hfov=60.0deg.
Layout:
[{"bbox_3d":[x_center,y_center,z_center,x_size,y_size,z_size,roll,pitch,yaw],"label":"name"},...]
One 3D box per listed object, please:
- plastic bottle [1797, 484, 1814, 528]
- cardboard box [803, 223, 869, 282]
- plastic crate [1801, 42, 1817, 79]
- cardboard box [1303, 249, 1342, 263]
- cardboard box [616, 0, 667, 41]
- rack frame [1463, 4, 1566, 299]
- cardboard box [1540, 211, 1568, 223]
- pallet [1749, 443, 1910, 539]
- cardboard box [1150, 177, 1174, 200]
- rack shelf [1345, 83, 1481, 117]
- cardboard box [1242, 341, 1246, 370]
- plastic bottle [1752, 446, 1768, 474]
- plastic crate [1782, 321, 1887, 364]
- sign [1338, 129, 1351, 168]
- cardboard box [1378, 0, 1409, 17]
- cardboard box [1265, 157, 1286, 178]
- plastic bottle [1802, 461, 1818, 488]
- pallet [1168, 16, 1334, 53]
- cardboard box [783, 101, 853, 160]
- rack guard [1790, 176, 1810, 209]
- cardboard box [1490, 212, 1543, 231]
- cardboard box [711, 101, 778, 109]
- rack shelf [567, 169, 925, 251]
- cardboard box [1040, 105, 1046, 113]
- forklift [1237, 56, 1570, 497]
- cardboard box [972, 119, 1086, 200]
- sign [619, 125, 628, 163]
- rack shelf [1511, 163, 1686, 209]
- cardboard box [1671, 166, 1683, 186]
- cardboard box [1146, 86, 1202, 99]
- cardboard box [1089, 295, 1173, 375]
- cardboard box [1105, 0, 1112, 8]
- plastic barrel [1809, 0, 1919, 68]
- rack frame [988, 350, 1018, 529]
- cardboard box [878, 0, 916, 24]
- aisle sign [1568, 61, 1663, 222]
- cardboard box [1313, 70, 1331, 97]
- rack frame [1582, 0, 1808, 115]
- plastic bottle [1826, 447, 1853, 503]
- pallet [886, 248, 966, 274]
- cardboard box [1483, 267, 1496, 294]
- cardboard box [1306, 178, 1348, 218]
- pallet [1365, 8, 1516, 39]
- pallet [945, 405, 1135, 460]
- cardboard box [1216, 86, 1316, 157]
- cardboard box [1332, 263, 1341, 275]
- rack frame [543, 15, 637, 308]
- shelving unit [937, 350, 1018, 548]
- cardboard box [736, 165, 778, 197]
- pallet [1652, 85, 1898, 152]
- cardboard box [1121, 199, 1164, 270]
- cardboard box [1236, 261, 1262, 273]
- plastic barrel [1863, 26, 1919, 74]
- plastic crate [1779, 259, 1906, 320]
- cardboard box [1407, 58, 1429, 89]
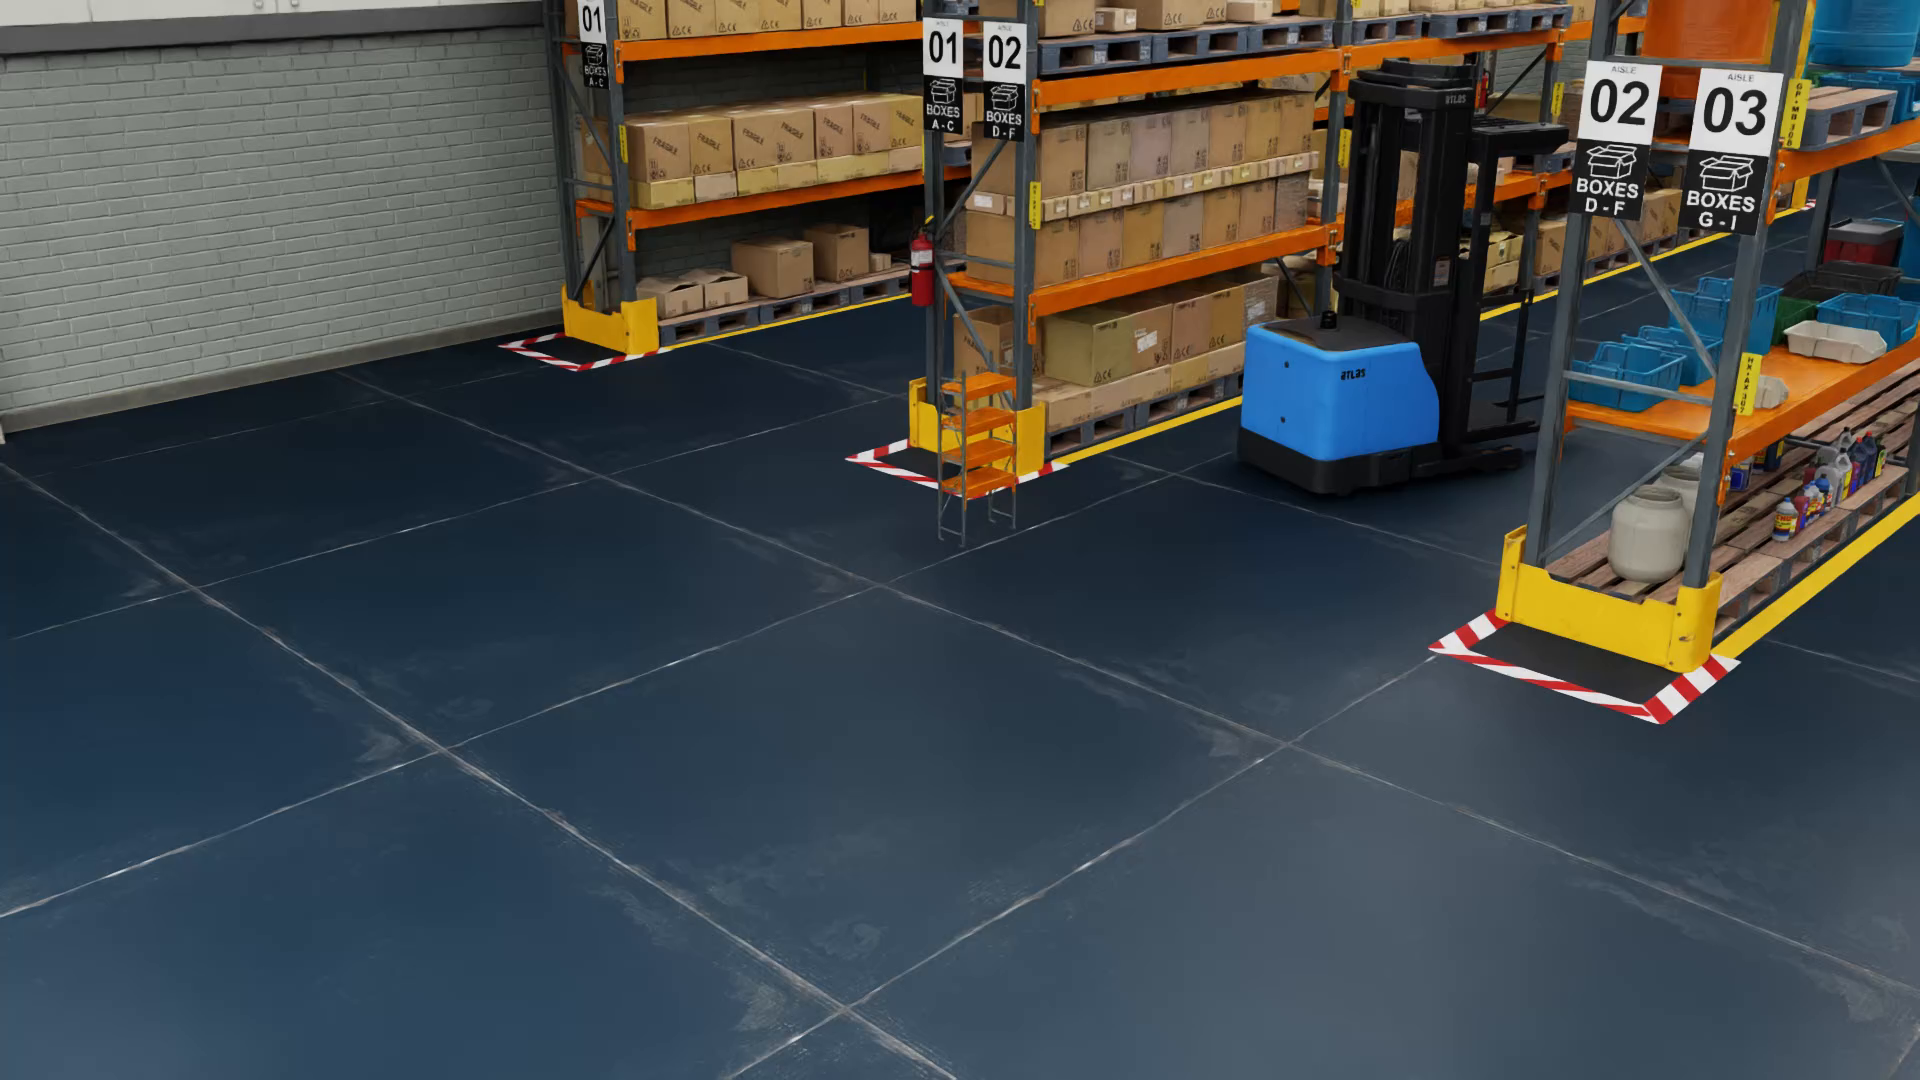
[{"bbox_3d":[5.408,-0.223,10.663,0.097,0.271,0.097,0,21,0],"label":"plastic bottle"},{"bbox_3d":[-1.322,-3.084,17.789,0.500,0.500,0.500,17,27,37],"label":"cardboard box"},{"bbox_3d":[4.796,-2.773,9.950,0.392,0.384,0.575,19,28,41],"label":"plastic crate"},{"bbox_3d":[3.710,-2.697,16.376,0.500,0.311,0.500,19,28,40],"label":"cardboard box"},{"bbox_3d":[-3.005,-4.774,14.966,0.500,0.500,0.500,-19,28,-41],"label":"cardboard box"},{"bbox_3d":[5.715,-4.112,17.592,1.000,3.000,0.127,19,28,41],"label":"rack frame"},{"bbox_3d":[6.599,-3.332,18.434,0.500,0.500,0.500,18,27,39],"label":"cardboard box"},{"bbox_3d":[5.973,-0.379,11.767,1.003,0.211,1.213,19,28,41],"label":"pallet"},{"bbox_3d":[1.460,-2.784,13.092,0.380,0.149,0.250,19,28,40],"label":"cardboard box"},{"bbox_3d":[6.349,-6.557,24.957,1.077,0.370,4.000,19,28,41],"label":"rack shelf"},{"bbox_3d":[2.402,-1.696,14.554,0.500,0.250,0.500,19,28,41],"label":"cardboard box"},{"bbox_3d":[5.596,-0.604,11.654,0.097,0.271,0.097,0,21,0],"label":"plastic bottle"},{"bbox_3d":[5.520,-1.239,10.485,0.530,0.136,0.437,19,28,41],"label":"plastic crate"},{"bbox_3d":[3.324,-3.386,14.387,0.100,0.325,0.005,19,28,41],"label":"sign"},{"bbox_3d":[3.743,-4.908,15.105,0.500,0.250,0.500,16,26,36],"label":"cardboard box"},{"bbox_3d":[2.534,-3.179,14.120,0.380,0.149,0.250,18,28,39],"label":"cardboard box"},{"bbox_3d":[5.677,-0.396,11.097,0.061,0.283,0.133,19,28,41],"label":"plastic bottle"},{"bbox_3d":[2.349,-4.217,13.807,1.003,0.211,1.213,19,28,41],"label":"pallet"},{"bbox_3d":[-1.438,-4.157,16.844,0.500,0.500,0.500,18,28,39],"label":"cardboard box"},{"bbox_3d":[11.243,-4.982,23.340,1.175,0.500,0.348,19,28,41],"label":"rack guard"},{"bbox_3d":[6.200,-3.450,18.740,0.500,0.500,0.500,-19,28,-40],"label":"cardboard box"},{"bbox_3d":[-2.174,-4.149,16.823,0.500,0.500,0.500,-20,29,-41],"label":"cardboard box"},{"bbox_3d":[-2.022,-3.473,16.931,1.077,0.370,4.000,19,28,41],"label":"rack shelf"},{"bbox_3d":[0.585,-5.016,19.191,0.500,0.500,0.700,-16,26,-35],"label":"cardboard box"},{"bbox_3d":[3.635,-2.028,12.265,3.031,2.935,1.130,-10,23,-25],"label":"forklift"},{"bbox_3d":[0.506,-2.838,12.330,0.700,0.500,0.500,19,28,41],"label":"cardboard box"},{"bbox_3d":[-3.028,-3.563,14.956,0.100,0.325,0.005,19,28,41],"label":"sign"},{"bbox_3d":[7.111,-4.290,19.059,1.077,0.370,4.000,19,28,41],"label":"rack shelf"},{"bbox_3d":[9.813,-4.665,21.896,0.797,0.503,0.637,19,28,41],"label":"cardboard box"},{"bbox_3d":[2.686,-5.607,20.898,0.500,0.500,0.500,-19,28,-40],"label":"cardboard box"},{"bbox_3d":[1.355,-1.661,13.417,0.500,0.500,0.500,19,28,41],"label":"cardboard box"},{"bbox_3d":[1.137,-4.180,12.933,0.500,0.311,0.500,-16,26,-36],"label":"cardboard box"},{"bbox_3d":[5.700,-3.444,10.390,0.600,0.901,0.708,19,28,41],"label":"plastic barrel"},{"bbox_3d":[0.286,-0.665,11.133,0.240,1.200,0.015,19,28,41],"label":"rack frame"},{"bbox_3d":[-0.804,-5.586,17.080,0.500,0.500,0.500,-19,28,-41],"label":"cardboard box"},{"bbox_3d":[3.418,-2.084,8.693,0.394,0.787,0.004,19,28,41],"label":"aisle sign"},{"bbox_3d":[4.813,-6.392,22.942,0.500,0.500,0.500,19,28,40],"label":"cardboard box"},{"bbox_3d":[3.681,-3.615,7.937,1.000,3.000,0.127,19,28,41],"label":"rack frame"},{"bbox_3d":[5.869,-0.442,11.122,0.144,0.351,0.185,19,28,40],"label":"plastic bottle"},{"bbox_3d":[-0.085,-3.222,19.162,1.003,0.211,1.213,19,28,41],"label":"pallet"},{"bbox_3d":[5.166,-2.695,17.152,0.500,0.250,0.500,19,28,40],"label":"cardboard box"},{"bbox_3d":[3.237,-3.151,15.301,0.500,0.250,0.500,-18,27,-39],"label":"cardboard box"},{"bbox_3d":[4.528,-4.939,15.826,1.213,0.211,1.003,-19,28,-40],"label":"pallet"},{"bbox_3d":[0.638,-0.961,13.281,1.003,0.211,1.213,19,28,41],"label":"pallet"},{"bbox_3d":[2.620,-3.620,14.365,0.700,0.500,0.500,19,28,41],"label":"cardboard box"},{"bbox_3d":[3.745,-2.429,15.680,0.500,0.311,0.500,19,28,40],"label":"cardboard box"},{"bbox_3d":[-3.417,-3.294,15.465,1.000,3.000,0.127,19,28,41],"label":"rack frame"},{"bbox_3d":[0.115,-0.603,10.970,0.258,1.200,0.503,19,28,41],"label":"shelving unit"},{"bbox_3d":[-2.138,-3.546,16.301,0.500,0.250,0.500,19,28,40],"label":"cardboard box"},{"bbox_3d":[4.328,-2.315,8.999,1.003,0.211,1.213,19,28,41],"label":"pallet"},{"bbox_3d":[1.183,-2.481,13.210,0.700,0.500,0.500,19,28,41],"label":"cardboard box"},{"bbox_3d":[2.377,-2.306,15.094,0.500,0.500,0.500,19,28,41],"label":"cardboard box"},{"bbox_3d":[6.671,-3.662,11.542,0.600,0.901,0.708,19,28,41],"label":"plastic barrel"},{"bbox_3d":[6.015,-1.711,11.433,0.767,0.338,0.504,19,28,41],"label":"plastic crate"},{"bbox_3d":[6.358,-7.030,24.766,0.980,0.700,0.700,18,27,38],"label":"cardboard box"}]
